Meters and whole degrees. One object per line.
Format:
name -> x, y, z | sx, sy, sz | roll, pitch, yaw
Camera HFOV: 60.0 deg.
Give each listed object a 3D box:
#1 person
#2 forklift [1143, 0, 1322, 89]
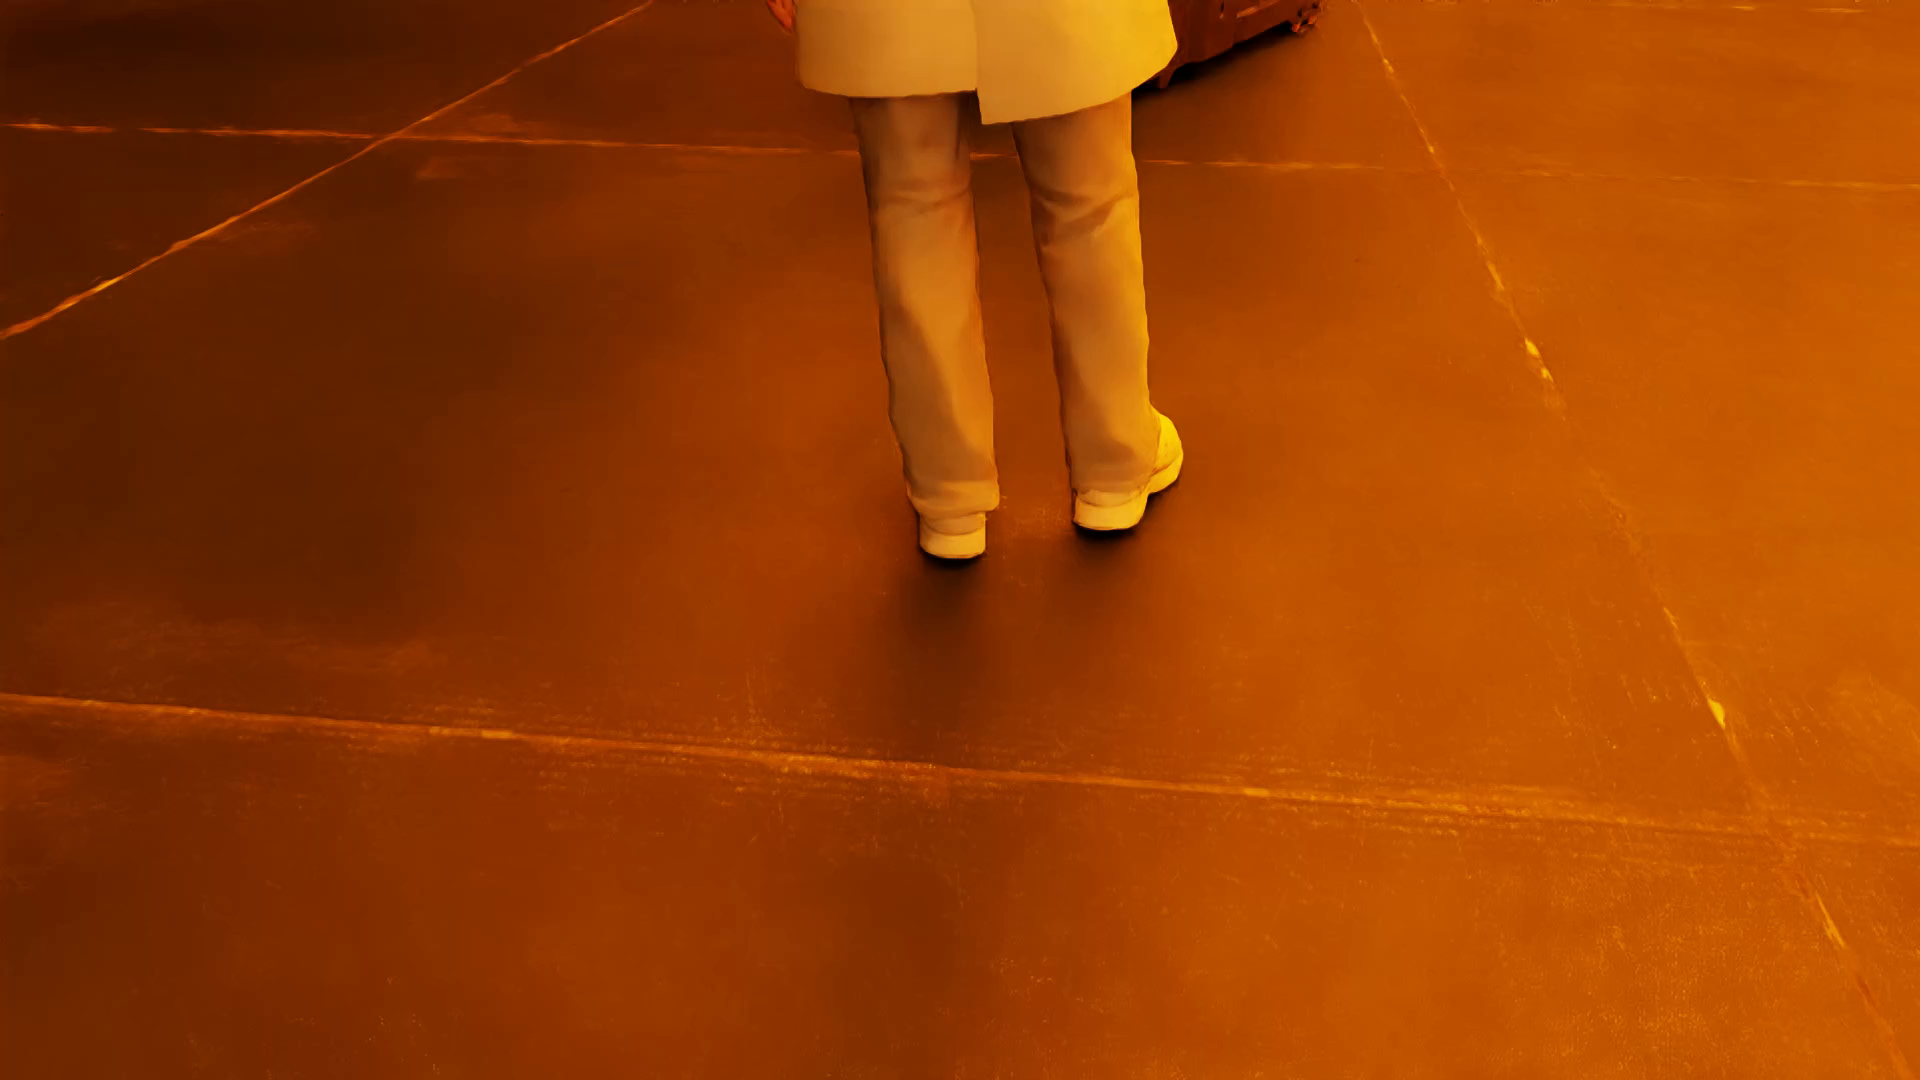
person -> 0.017, -0.842, 2.180 | 0.694, 1.776, 0.579 | 3, 27, 7
forklift -> 0.785, -3.357, 5.946 | 1.130, 2.935, 3.031 | 13, 29, 24
